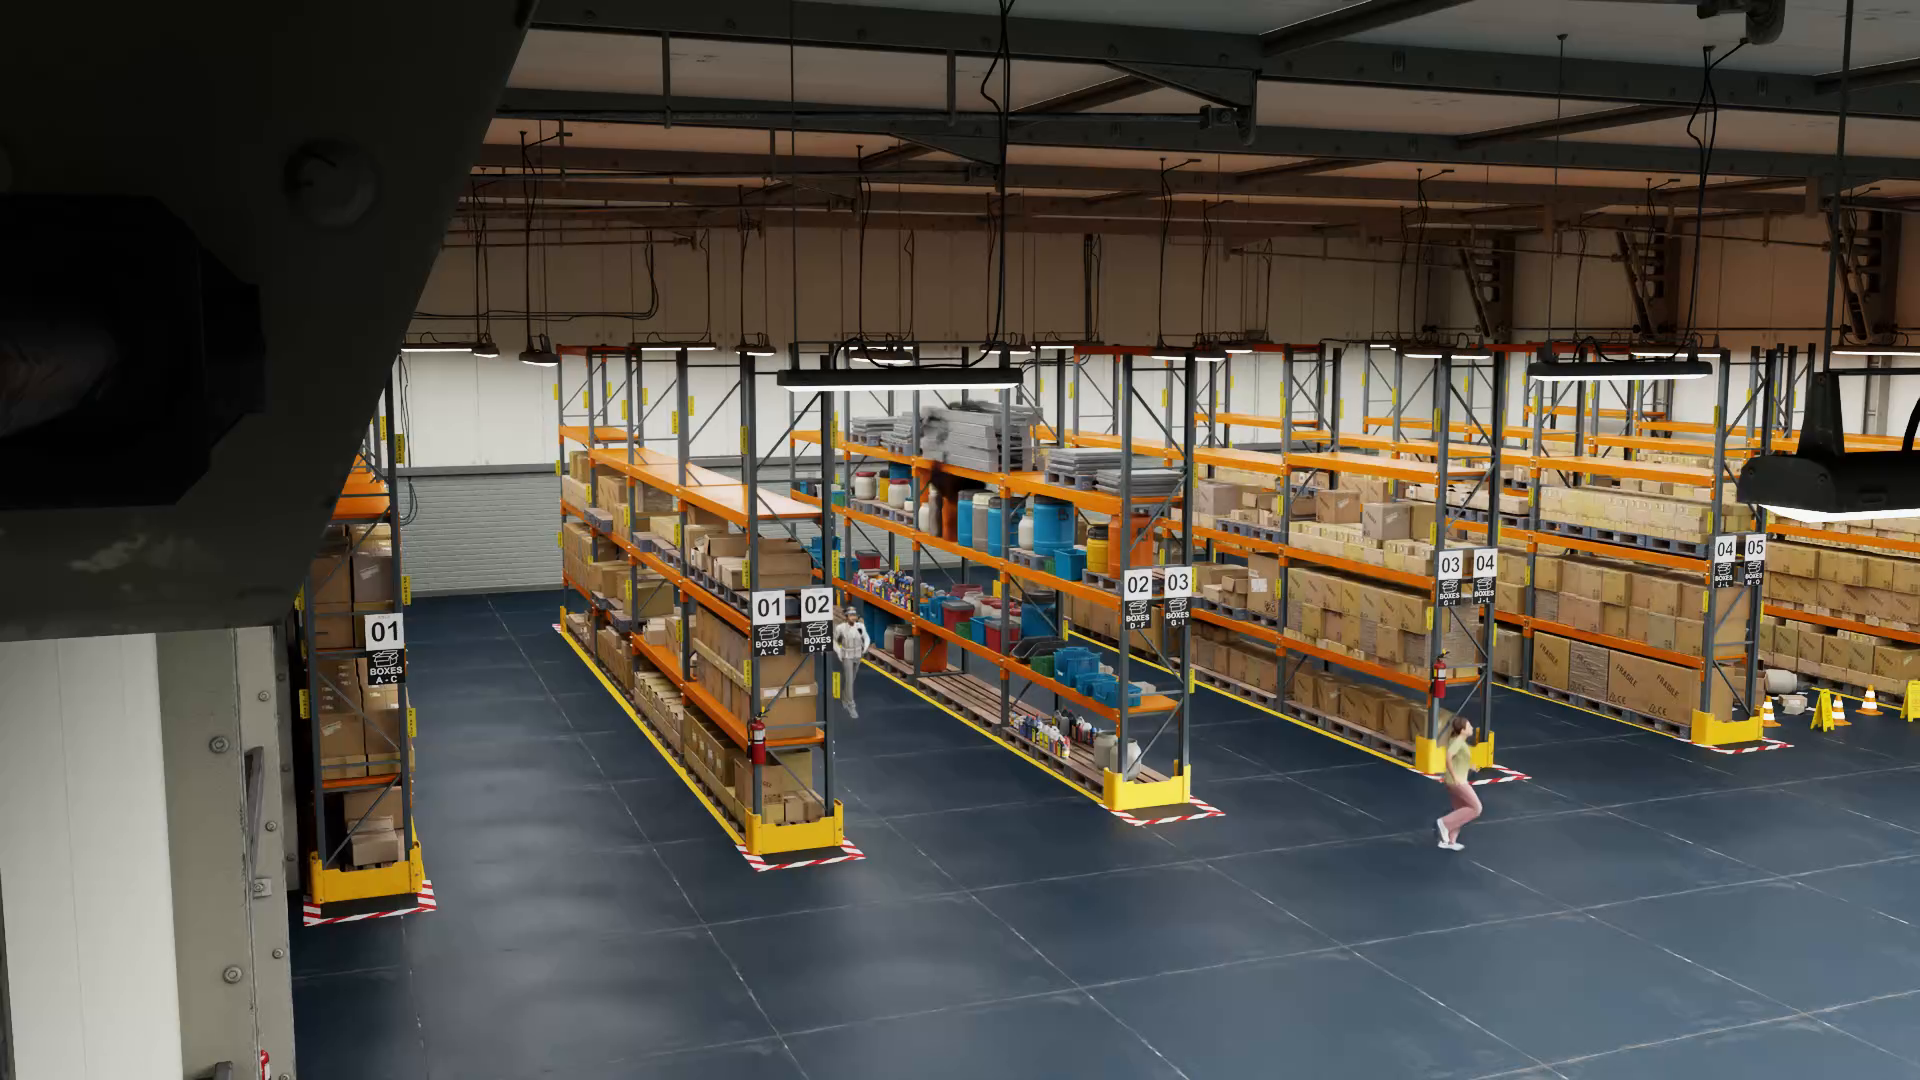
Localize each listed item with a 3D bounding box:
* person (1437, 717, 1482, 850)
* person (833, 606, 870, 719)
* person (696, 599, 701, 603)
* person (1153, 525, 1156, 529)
[{"bbox_3d":[6.088,2.961,20.274,0.517,1.628,0.588,1,7,7],"label":"person"},{"bbox_3d":[-1.712,1.874,26.190,0.613,1.737,0.771,-4,8,-26],"label":"person"},{"bbox_3d":[-5.072,1.206,33.677,0.636,1.679,0.642,-6,9,-38],"label":"person"},{"bbox_3d":[4.513,0.352,40.960,0.533,1.611,0.693,-3,8,-24],"label":"person"}]
